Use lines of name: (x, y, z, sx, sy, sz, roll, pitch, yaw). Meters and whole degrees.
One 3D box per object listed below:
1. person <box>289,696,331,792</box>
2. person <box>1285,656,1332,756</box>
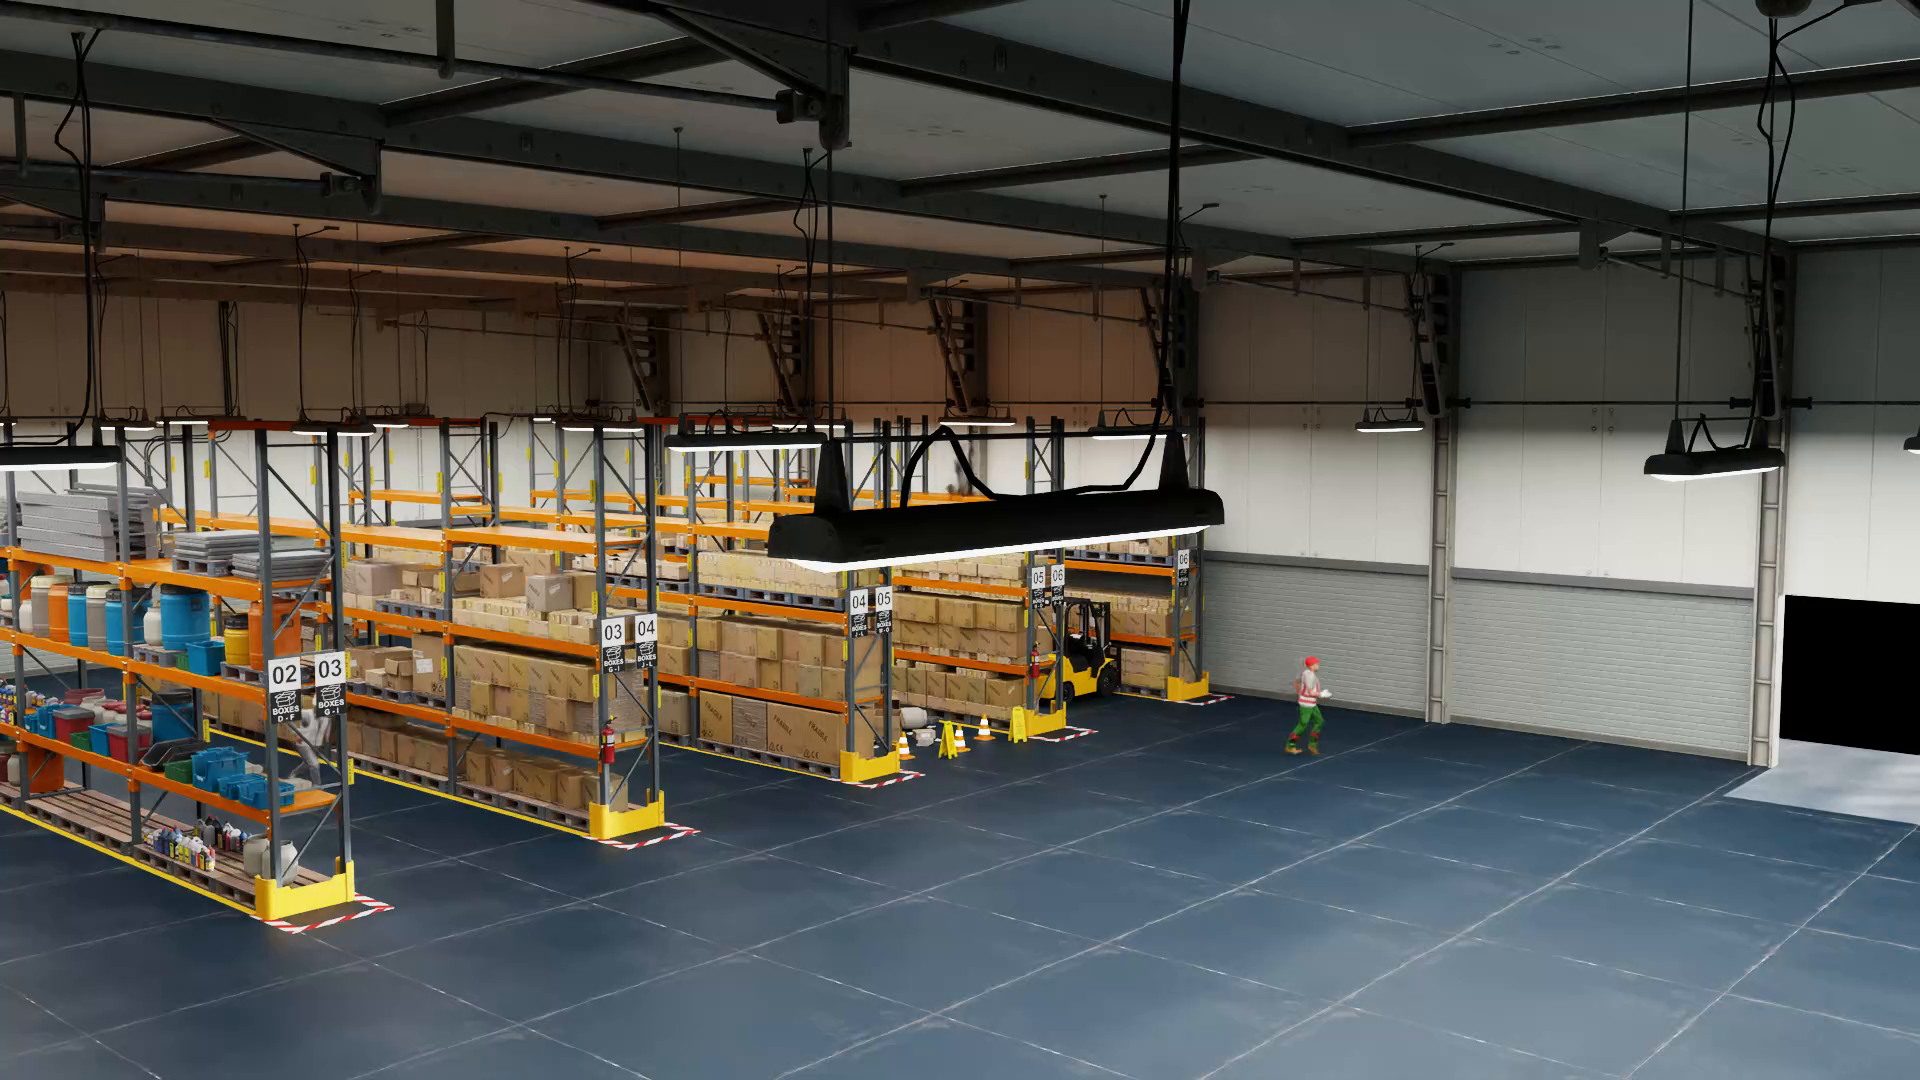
person: (-10.440, 3.296, 26.610, 1.050, 1.732, 0.697, 4, 6, 36)
person: (6.217, 2.987, 29.670, 0.805, 1.839, 0.595, 1, 5, 13)
